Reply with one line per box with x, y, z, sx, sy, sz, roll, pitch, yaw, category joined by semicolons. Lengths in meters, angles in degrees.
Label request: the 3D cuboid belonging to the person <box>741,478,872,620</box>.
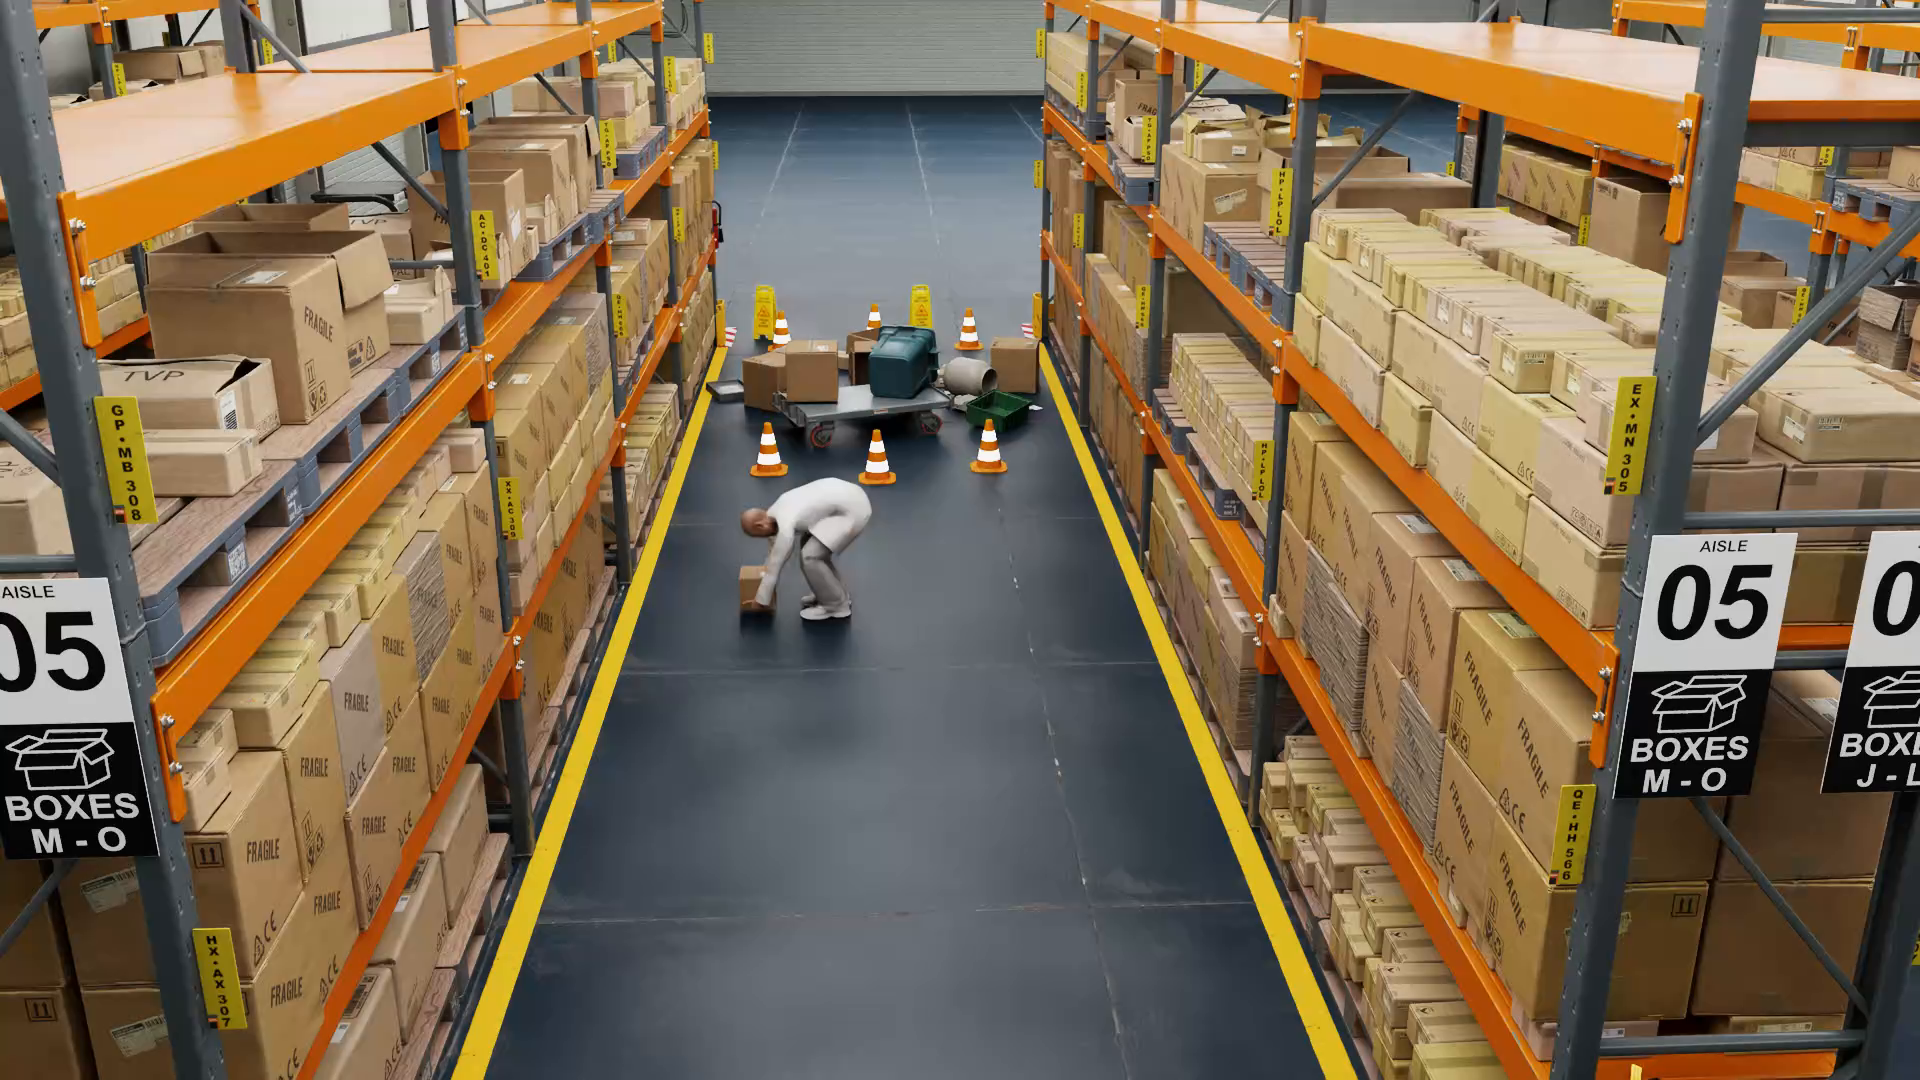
-1.115;0.057;12.056;0.960;1.008;0.578;-2;20;-6;person
